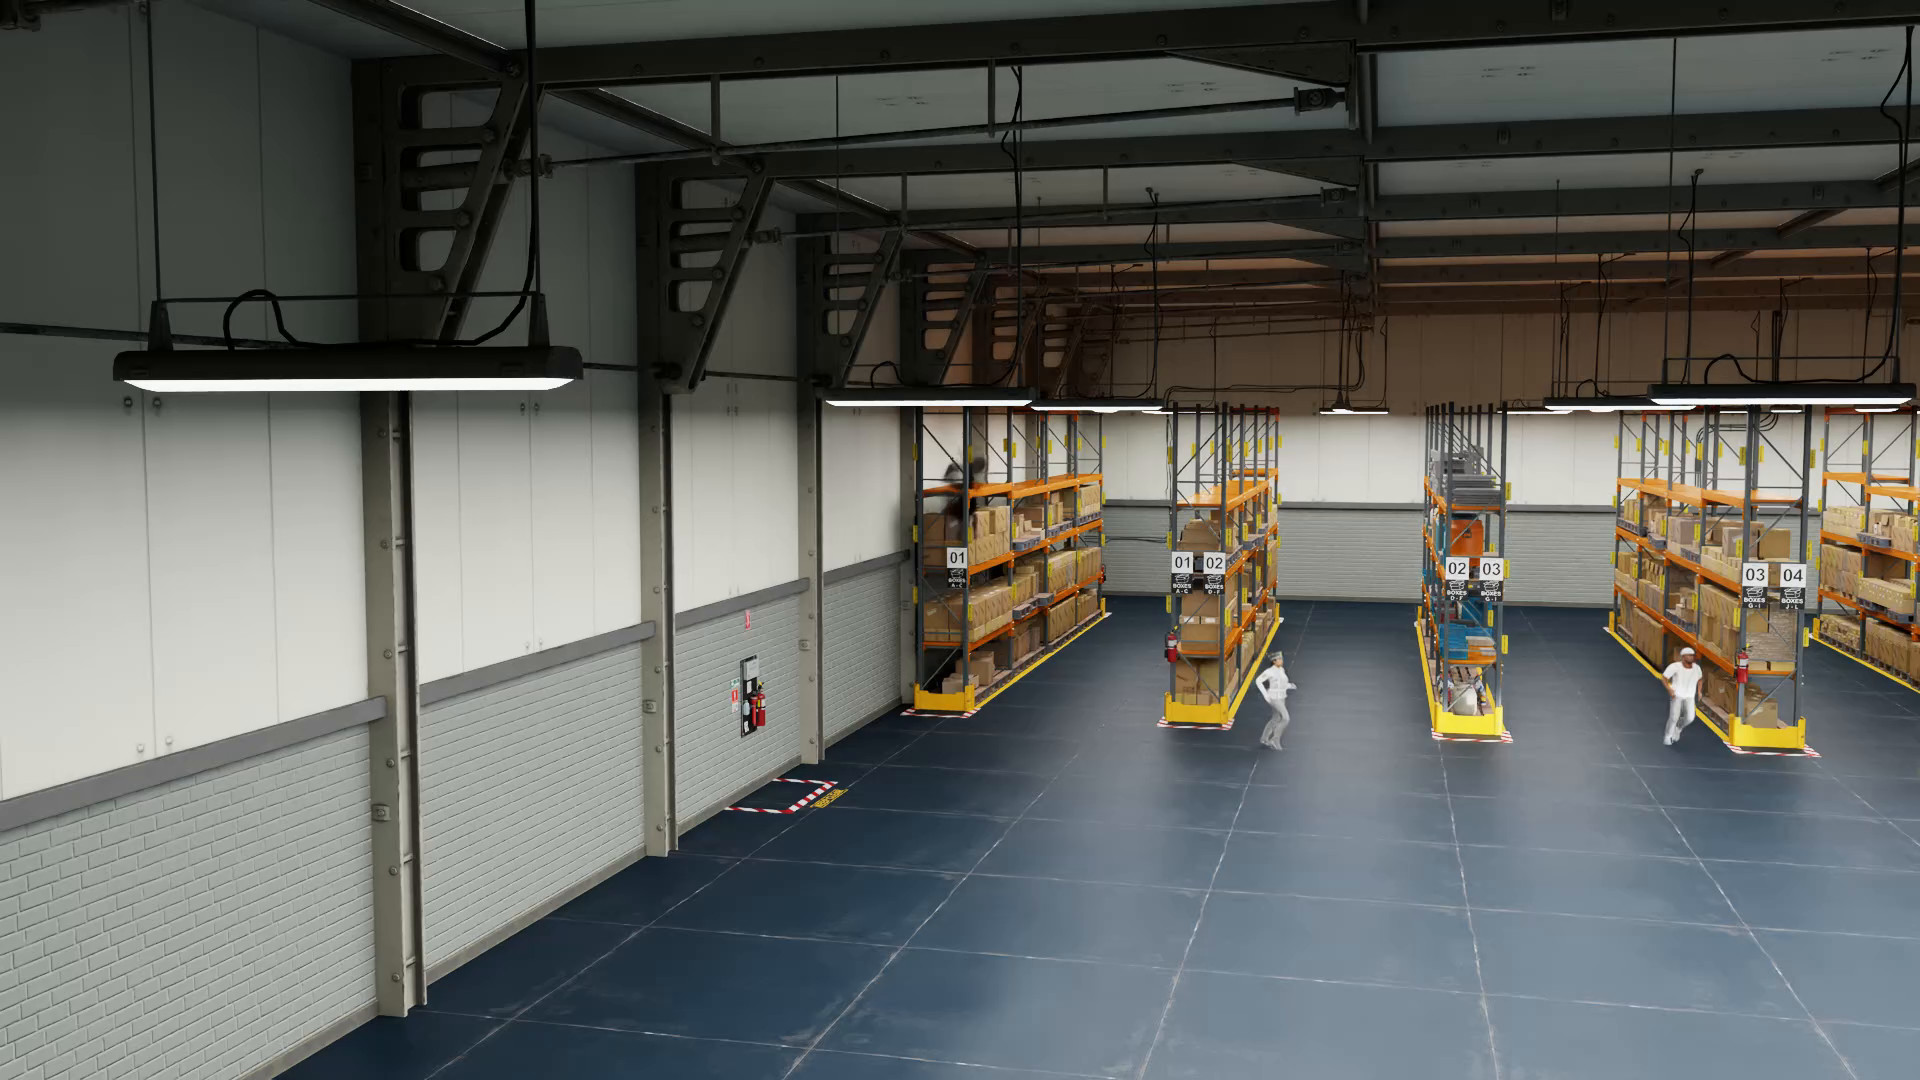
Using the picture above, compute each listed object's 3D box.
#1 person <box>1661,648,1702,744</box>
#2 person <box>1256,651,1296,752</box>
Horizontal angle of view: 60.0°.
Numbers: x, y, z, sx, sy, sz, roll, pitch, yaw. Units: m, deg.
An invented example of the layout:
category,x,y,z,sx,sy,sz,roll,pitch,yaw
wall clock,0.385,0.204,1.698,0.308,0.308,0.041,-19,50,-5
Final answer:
category,x,y,z,sx,sy,sz,roll,pitch,yaw
person,12.641,2.732,29.020,0.763,1.698,0.517,0,4,2
person,5.466,2.768,28.614,0.693,1.723,0.581,3,5,38
